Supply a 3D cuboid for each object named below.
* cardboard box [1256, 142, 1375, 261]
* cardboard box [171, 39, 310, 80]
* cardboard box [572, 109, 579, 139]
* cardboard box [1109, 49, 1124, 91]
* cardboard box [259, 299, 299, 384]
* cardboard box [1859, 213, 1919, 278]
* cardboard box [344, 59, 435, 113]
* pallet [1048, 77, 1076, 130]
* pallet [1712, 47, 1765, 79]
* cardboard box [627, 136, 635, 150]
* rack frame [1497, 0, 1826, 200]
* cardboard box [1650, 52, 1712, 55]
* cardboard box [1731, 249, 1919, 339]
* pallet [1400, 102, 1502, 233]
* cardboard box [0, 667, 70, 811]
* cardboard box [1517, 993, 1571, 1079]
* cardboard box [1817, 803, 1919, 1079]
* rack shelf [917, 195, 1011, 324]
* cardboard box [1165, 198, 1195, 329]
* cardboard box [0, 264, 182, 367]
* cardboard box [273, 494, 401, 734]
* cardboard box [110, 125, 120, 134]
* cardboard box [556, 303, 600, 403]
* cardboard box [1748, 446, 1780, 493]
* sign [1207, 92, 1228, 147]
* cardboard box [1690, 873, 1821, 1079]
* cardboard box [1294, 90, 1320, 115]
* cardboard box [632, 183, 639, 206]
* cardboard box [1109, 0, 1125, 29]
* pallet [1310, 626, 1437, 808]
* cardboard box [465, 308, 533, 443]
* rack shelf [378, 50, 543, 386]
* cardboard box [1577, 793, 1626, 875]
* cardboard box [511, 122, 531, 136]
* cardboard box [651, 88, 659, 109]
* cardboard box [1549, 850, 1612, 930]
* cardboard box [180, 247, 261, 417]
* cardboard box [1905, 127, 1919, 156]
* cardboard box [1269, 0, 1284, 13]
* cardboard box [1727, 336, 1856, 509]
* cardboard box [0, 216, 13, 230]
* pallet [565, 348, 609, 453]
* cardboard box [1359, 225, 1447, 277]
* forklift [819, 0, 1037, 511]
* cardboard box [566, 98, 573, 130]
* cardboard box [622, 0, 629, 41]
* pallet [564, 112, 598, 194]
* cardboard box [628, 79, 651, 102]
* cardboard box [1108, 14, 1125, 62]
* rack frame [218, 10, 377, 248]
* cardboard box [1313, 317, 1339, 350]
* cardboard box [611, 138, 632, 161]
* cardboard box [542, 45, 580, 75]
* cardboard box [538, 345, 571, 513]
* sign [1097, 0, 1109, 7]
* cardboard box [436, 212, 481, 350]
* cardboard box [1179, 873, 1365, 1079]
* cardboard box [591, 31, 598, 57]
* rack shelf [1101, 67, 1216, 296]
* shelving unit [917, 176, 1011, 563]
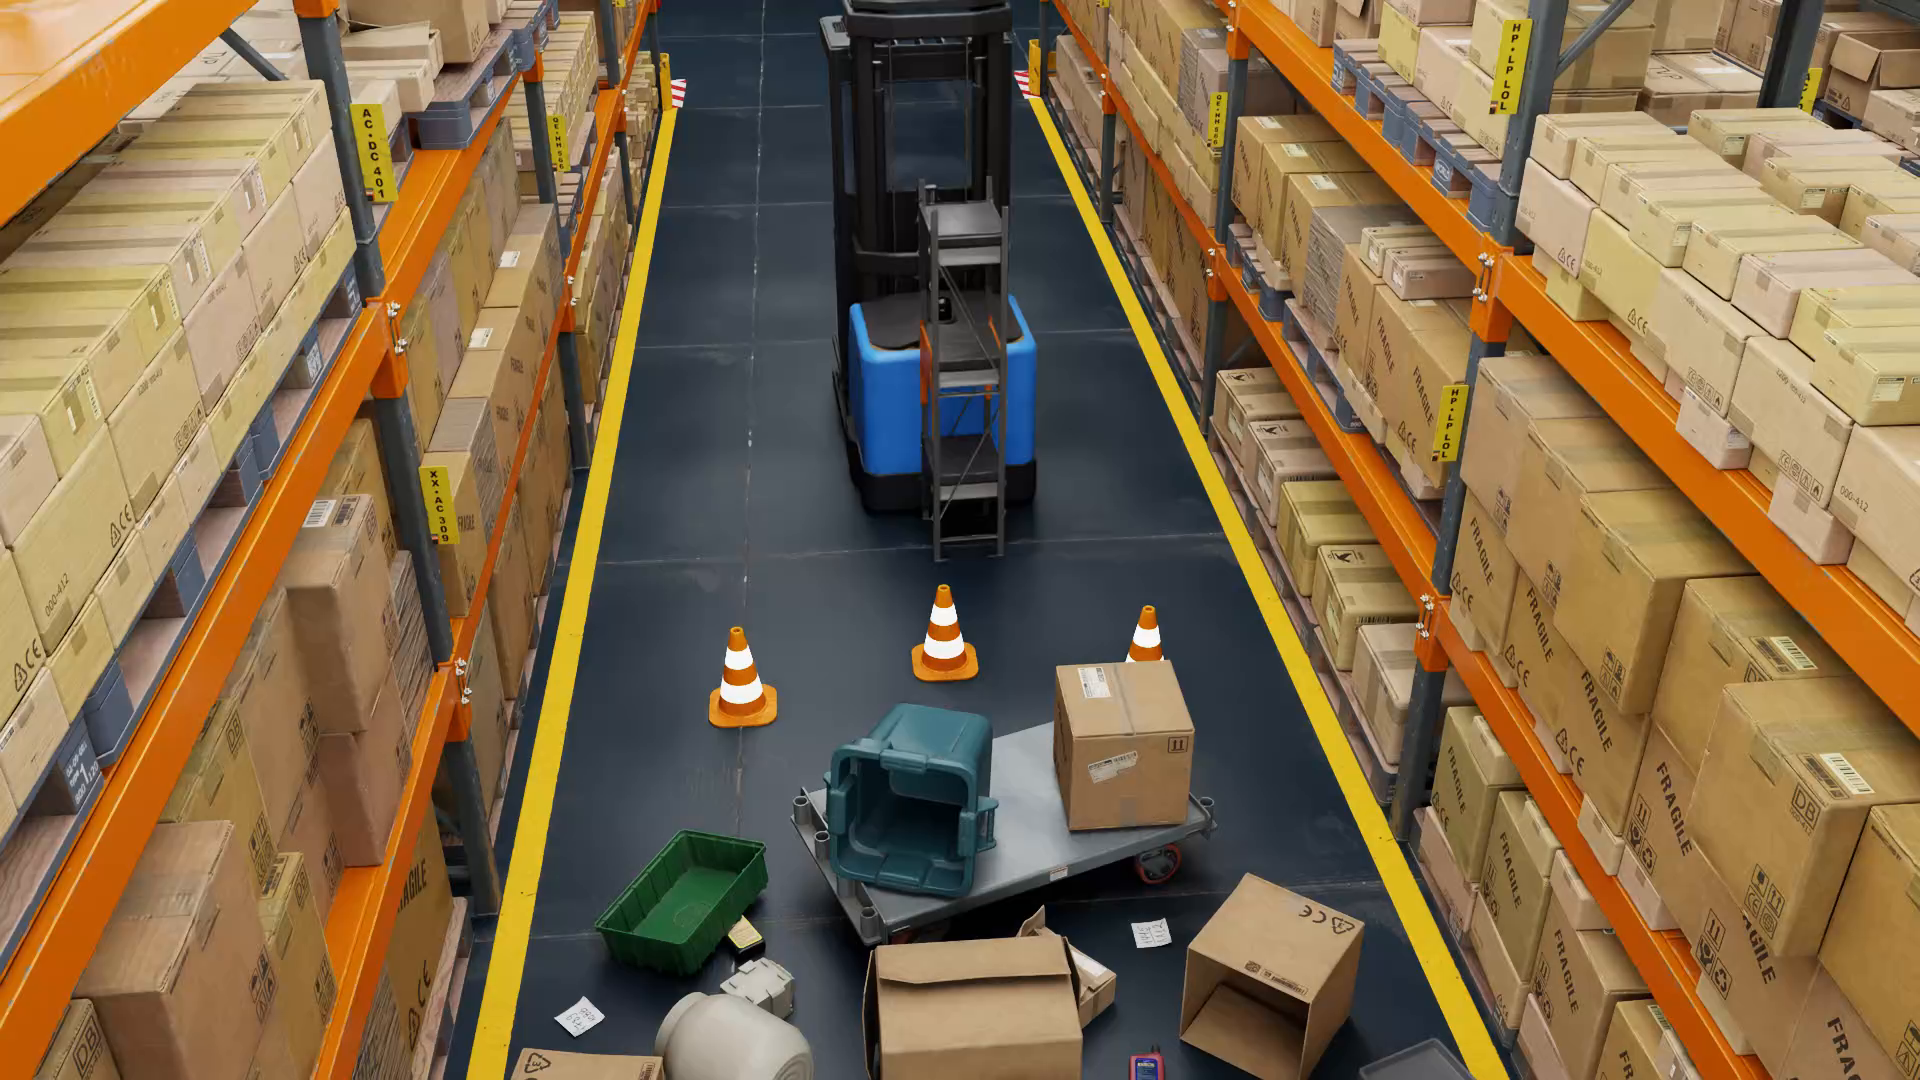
[{"bbox_3d":[1.946,-1.868,9.156,0.500,0.500,0.500,-1,31,-2],"label":"cardboard box"},{"bbox_3d":[-2.801,-1.759,6.485,0.500,0.250,0.500,-3,31,-5],"label":"cardboard box"},{"bbox_3d":[-2.830,-2.856,11.441,0.380,0.149,0.250,-4,31,-6],"label":"cardboard box"},{"bbox_3d":[1.484,-3.765,13.274,0.500,0.250,0.500,-3,31,-6],"label":"cardboard box"},{"bbox_3d":[-2.041,-0.534,4.532,0.380,0.149,0.250,-3,31,-4],"label":"cardboard box"},{"bbox_3d":[2.813,-0.821,4.742,0.380,0.149,0.250,-3,31,-6],"label":"cardboard box"},{"bbox_3d":[-2.338,-1.824,6.692,0.380,0.149,0.250,-3,31,-5],"label":"cardboard box"},{"bbox_3d":[1.484,-4.507,17.089,1.003,0.211,1.213,-3,31,-5],"label":"pallet"},{"bbox_3d":[6.613,-3.810,13.391,1.003,0.211,1.213,-3,31,-5],"label":"pallet"},{"bbox_3d":[-3.125,-3.589,14.914,0.380,0.149,0.250,-1,31,-2],"label":"cardboard box"},{"bbox_3d":[2.453,-2.557,5.256,1.000,3.000,0.127,-3,31,-5],"label":"rack frame"},{"bbox_3d":[2.749,-1.962,6.921,0.500,0.250,0.500,-3,31,-5],"label":"cardboard box"},{"bbox_3d":[2.333,-0.665,4.481,0.380,0.149,0.250,-3,31,-5],"label":"cardboard box"},{"bbox_3d":[2.501,-1.509,6.610,1.213,0.211,1.003,-3,31,-5],"label":"pallet"},{"bbox_3d":[-1.877,0.368,3.021,0.380,0.149,0.250,-3,31,-4],"label":"cardboard box"},{"bbox_3d":[2.352,1.875,5.957,0.500,0.250,0.500,-3,31,-5],"label":"cardboard box"},{"bbox_3d":[2.522,0.951,3.869,0.700,0.500,0.500,-2,31,-4],"label":"cardboard box"},{"bbox_3d":[0.015,-1.503,8.879,0.431,0.518,0.480,-4,31,-7],"label":"rack shelf"},{"bbox_3d":[2.018,-2.104,12.010,0.875,0.875,0.875,-2,31,-4],"label":"cardboard box"},{"bbox_3d":[-1.972,-0.492,3.683,0.380,0.149,0.250,-2,31,-4],"label":"cardboard box"},{"bbox_3d":[-2.299,0.244,5.217,0.875,0.550,0.550,-3,31,-5],"label":"cardboard box"},{"bbox_3d":[-8.311,-4.114,15.375,0.875,0.875,0.875,-3,31,-5],"label":"cardboard box"},{"bbox_3d":[-2.652,-1.216,10.888,0.500,0.500,0.500,-4,31,-7],"label":"cardboard box"},{"bbox_3d":[2.381,-0.202,4.483,0.380,0.149,0.250,-3,31,-4],"label":"cardboard box"},{"bbox_3d":[1.527,-2.493,9.869,0.100,0.325,0.005,-3,31,-5],"label":"sign"},{"bbox_3d":[2.416,1.114,4.572,0.500,0.500,0.500,-3,31,-5],"label":"cardboard box"},{"bbox_3d":[2.276,-2.760,10.373,0.500,0.500,0.500,-4,31,-6],"label":"cardboard box"},{"bbox_3d":[-2.928,-2.935,14.109,0.380,0.149,0.250,-4,31,-7],"label":"cardboard box"},{"bbox_3d":[1.460,-4.300,12.951,0.500,0.500,0.500,-2,31,-4],"label":"cardboard box"},{"bbox_3d":[2.379,0.818,8.175,1.003,0.211,1.213,-3,31,-5],"label":"pallet"},{"bbox_3d":[-2.387,-0.790,8.049,0.500,0.500,0.500,-2,31,-4],"label":"cardboard box"},{"bbox_3d":[-2.653,-1.693,7.436,1.077,0.370,4.000,-3,31,-5],"label":"rack shelf"},{"bbox_3d":[2.273,0.956,5.470,0.380,0.149,0.250,-3,31,-4],"label":"cardboard box"},{"bbox_3d":[-2.718,-2.445,10.174,0.380,0.149,0.250,-4,31,-6],"label":"cardboard box"},{"bbox_3d":[-3.206,-4.391,16.546,0.380,0.149,0.250,-2,31,-3],"label":"cardboard box"},{"bbox_3d":[2.269,1.198,5.726,0.380,0.149,0.250,-1,31,-2],"label":"cardboard box"},{"bbox_3d":[-2.073,-0.515,4.111,0.500,0.250,0.500,-3,31,-5],"label":"cardboard box"},{"bbox_3d":[6.577,-2.653,11.102,0.380,0.149,0.250,-2,31,-4],"label":"cardboard box"},{"bbox_3d":[1.939,-3.035,9.226,0.380,0.149,0.250,-3,31,-5],"label":"cardboard box"},{"bbox_3d":[2.362,-0.318,4.289,0.500,0.250,0.500,-2,31,-4],"label":"cardboard box"},{"bbox_3d":[-2.698,-0.847,4.279,0.380,0.149,0.250,-3,31,-5],"label":"cardboard box"},{"bbox_3d":[-2.911,-0.937,11.113,1.003,0.211,1.213,-3,31,-5],"label":"pallet"},{"bbox_3d":[2.058,-1.326,7.615,0.380,0.149,0.250,-4,31,-7],"label":"cardboard box"},{"bbox_3d":[-0.271,-2.171,10.527,1.130,2.935,3.031,-4,31,-7],"label":"forklift"},{"bbox_3d":[-2.807,-2.849,11.140,0.380,0.149,0.250,-3,31,-5],"label":"cardboard box"},{"bbox_3d":[-3.062,-4.465,13.913,0.500,0.500,0.500,-3,31,-5],"label":"cardboard box"},{"bbox_3d":[-3.066,-2.662,11.468,1.003,0.211,1.213,-3,31,-5],"label":"pallet"},{"bbox_3d":[-3.127,-4.246,15.724,0.380,0.149,0.250,-2,31,-3],"label":"cardboard box"},{"bbox_3d":[1.466,-3.978,13.144,0.500,0.250,0.500,-4,31,-6],"label":"cardboard box"},{"bbox_3d":[-2.466,-2.269,4.773,1.000,3.000,0.127,-3,31,-5],"label":"rack frame"},{"bbox_3d":[2.027,-1.094,8.492,0.380,0.149,0.250,-2,31,-3],"label":"cardboard box"},{"bbox_3d":[-3.006,-3.318,14.171,0.380,0.149,0.250,-1,31,-2],"label":"cardboard box"},{"bbox_3d":[-2.889,-3.381,11.740,0.380,0.149,0.250,-4,31,-6],"label":"cardboard box"},{"bbox_3d":[-2.873,-0.634,9.671,1.050,0.750,0.750,-3,31,-5],"label":"cardboard box"},{"bbox_3d":[1.153,-4.444,13.344,0.100,0.325,0.005,-3,31,-5],"label":"sign"},{"bbox_3d":[-2.661,-1.197,7.756,0.700,0.500,0.500,-3,31,-5],"label":"cardboard box"},{"bbox_3d":[1.198,1.703,6.410,0.500,0.500,0.500,20,36,29],"label":"cardboard box"},{"bbox_3d":[-2.980,-3.784,12.705,0.380,0.149,0.250,-2,31,-3],"label":"cardboard box"},{"bbox_3d":[1.892,-2.736,12.107,1.077,0.370,4.000,-3,31,-5],"label":"rack shelf"},{"bbox_3d":[0.015,-0.913,9.231,0.431,2.100,0.503,-4,31,-7],"label":"shelving unit"}]
